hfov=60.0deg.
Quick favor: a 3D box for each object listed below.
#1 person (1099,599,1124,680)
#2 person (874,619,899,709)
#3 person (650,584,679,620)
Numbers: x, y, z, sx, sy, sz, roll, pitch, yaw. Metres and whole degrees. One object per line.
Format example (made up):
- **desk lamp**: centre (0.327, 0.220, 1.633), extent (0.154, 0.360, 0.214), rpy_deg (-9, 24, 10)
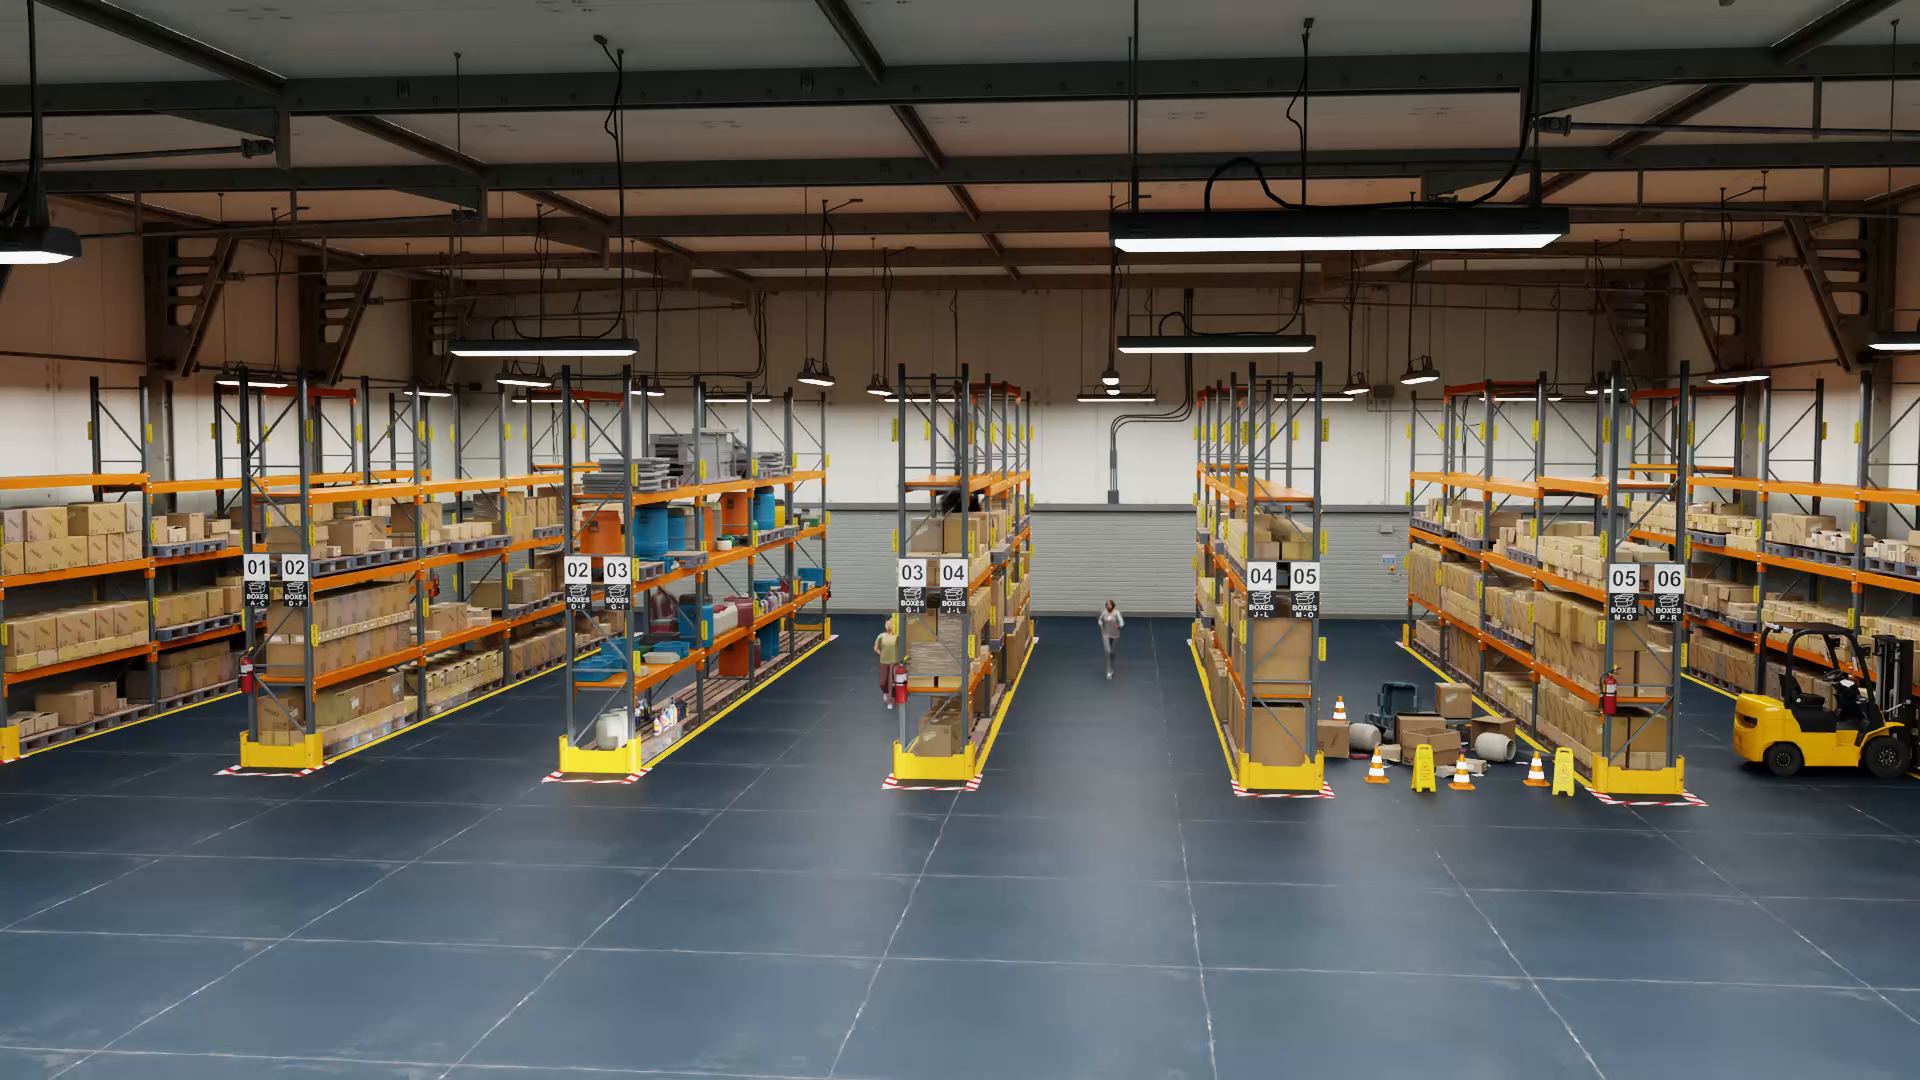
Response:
- **person**: centre (3.106, 2.027, 34.132), extent (0.524, 1.582, 0.820), rpy_deg (0, 4, 5)
- **person**: centre (-1.272, 2.241, 30.313), extent (0.588, 1.628, 0.758), rpy_deg (0, 4, 1)
- **person**: centre (-6.521, 1.754, 36.556), extent (0.711, 1.674, 0.718), rpy_deg (1, 4, 11)
